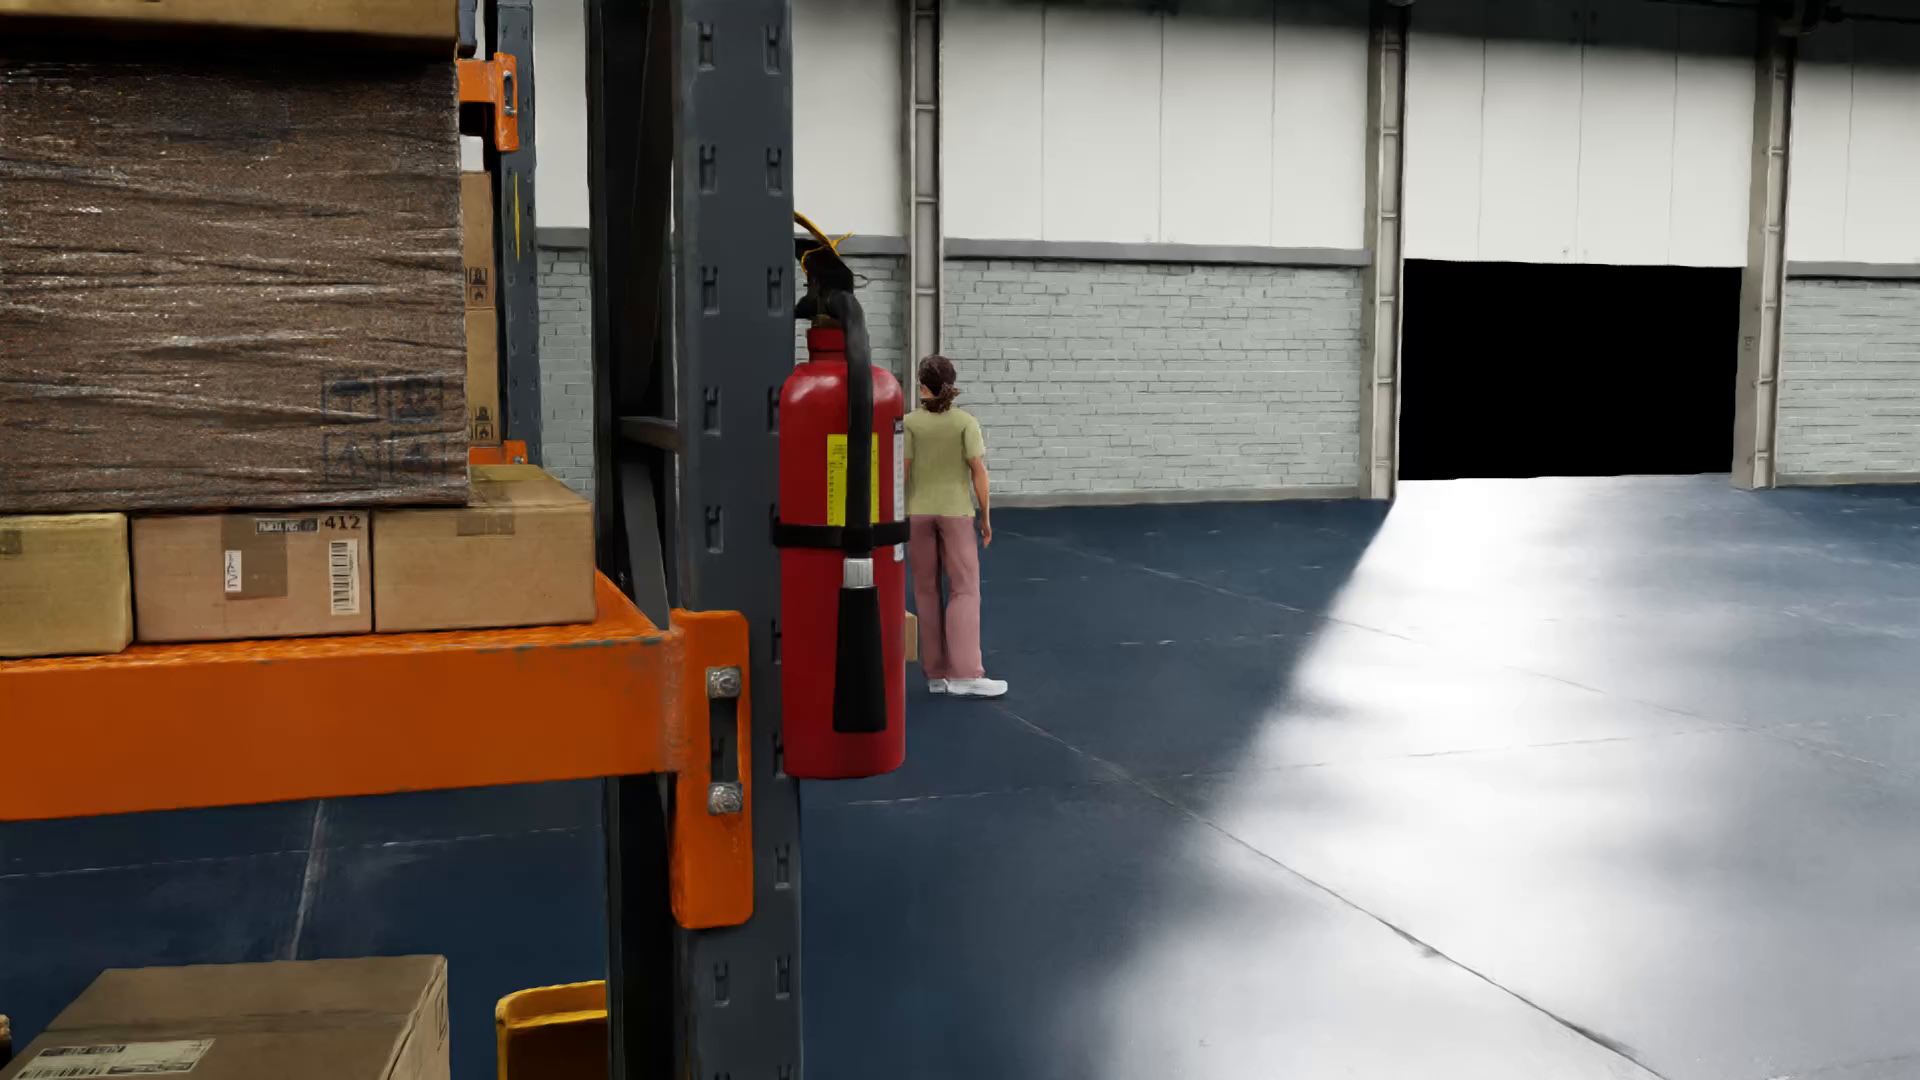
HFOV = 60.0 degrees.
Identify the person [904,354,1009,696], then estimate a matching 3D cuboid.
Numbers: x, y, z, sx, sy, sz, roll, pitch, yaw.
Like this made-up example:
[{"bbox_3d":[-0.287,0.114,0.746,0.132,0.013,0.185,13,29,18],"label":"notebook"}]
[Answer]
[{"bbox_3d":[-0.052,-0.079,8.206,0.609,1.667,0.435,1,6,7],"label":"person"}]
